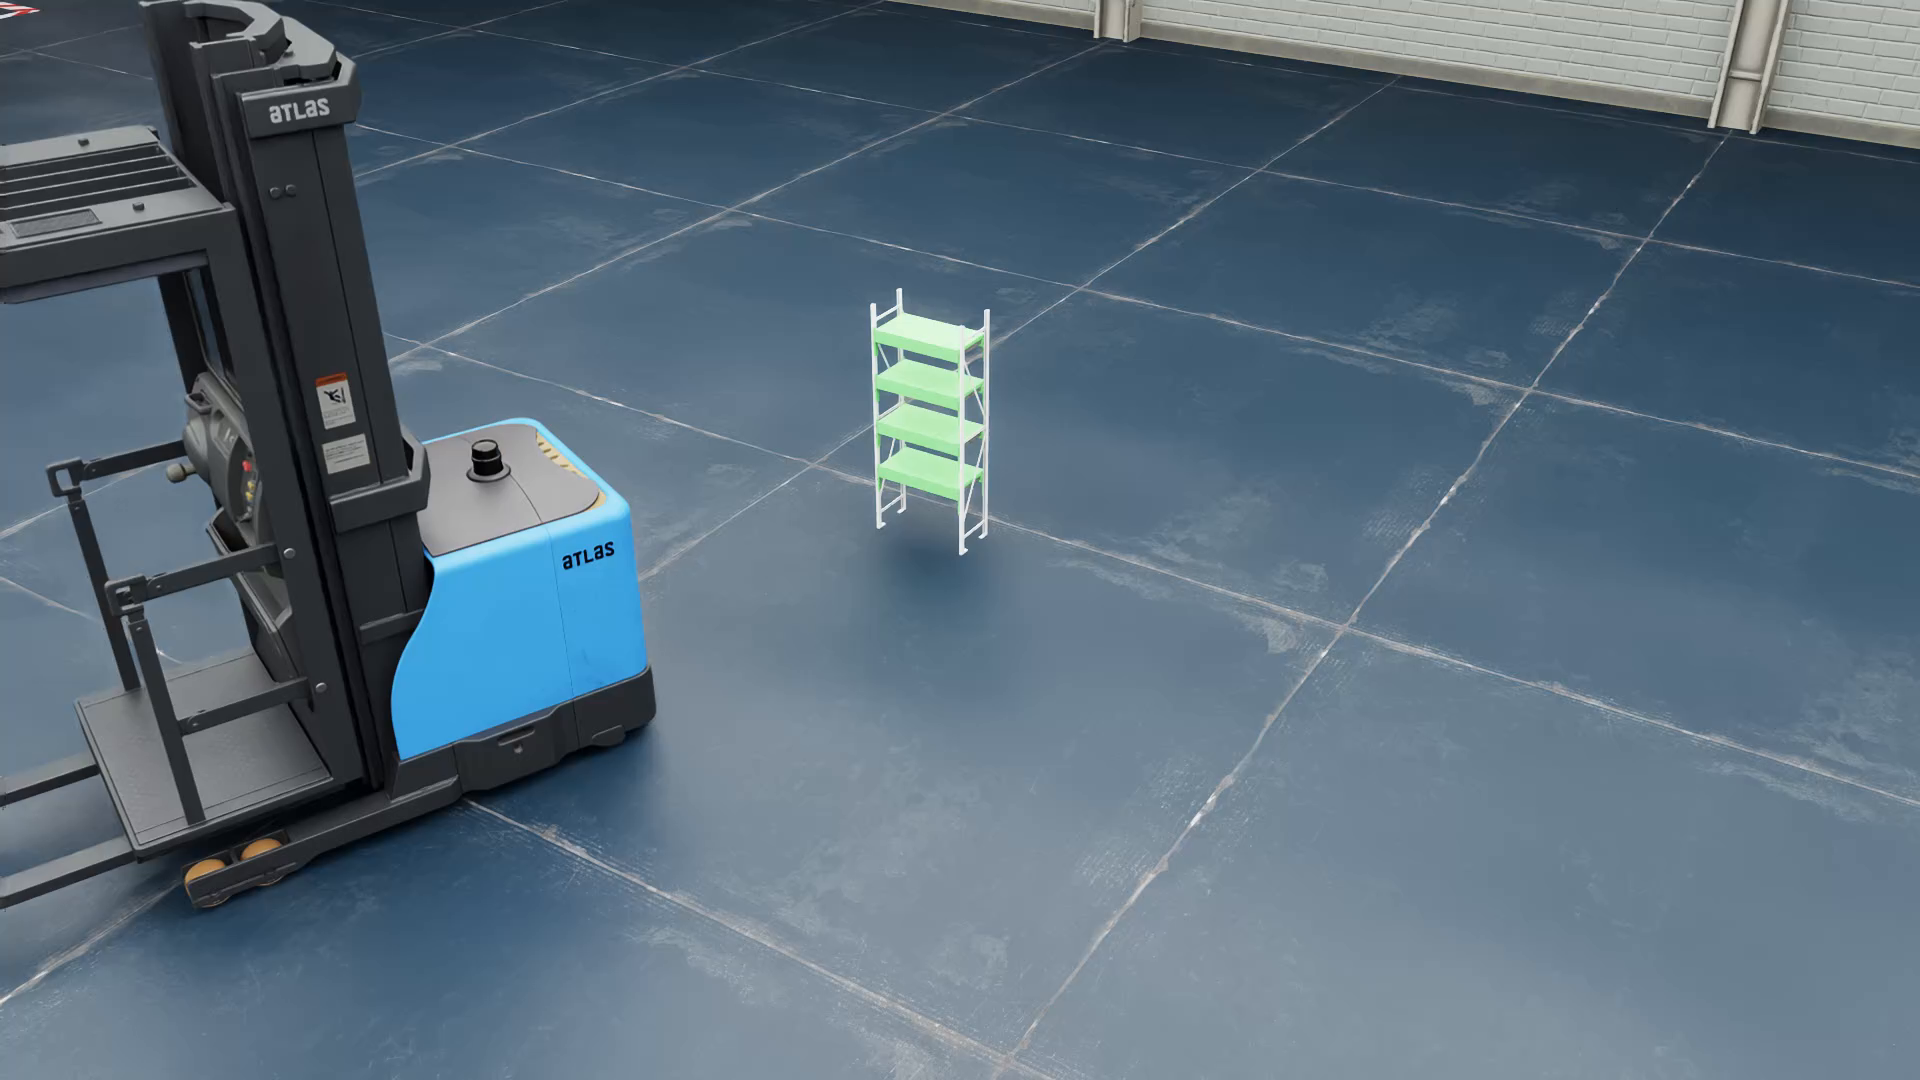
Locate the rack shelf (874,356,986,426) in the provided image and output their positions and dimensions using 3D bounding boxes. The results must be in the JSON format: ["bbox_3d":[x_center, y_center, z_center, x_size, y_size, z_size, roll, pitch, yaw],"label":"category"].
[{"bbox_3d":[-0.140,-0.715,7.935,0.480,0.148,0.258,18,35,27],"label":"rack shelf"}]

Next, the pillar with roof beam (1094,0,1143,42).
[{"bbox_3d":[-0.667,-7.235,11.722,0.400,9.000,9.100,18,35,27],"label":"pillar with roof beam"}]

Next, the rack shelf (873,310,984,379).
[{"bbox_3d":[-0.140,-0.922,7.814,0.480,0.148,0.258,18,35,27],"label":"rack shelf"}]

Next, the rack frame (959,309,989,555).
[{"bbox_3d":[0.066,-0.497,7.912,0.015,1.200,0.240,18,35,27],"label":"rack frame"}]

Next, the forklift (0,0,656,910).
[{"bbox_3d":[-2.755,-0.250,5.770,3.031,2.935,1.130,-20,36,-30],"label":"forklift"}]

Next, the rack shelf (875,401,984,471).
[{"bbox_3d":[-0.140,-0.507,8.056,0.480,0.148,0.258,18,35,27],"label":"rack shelf"}]

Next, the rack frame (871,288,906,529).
[{"bbox_3d":[-0.347,-0.628,8.136,0.015,1.200,0.240,18,35,27],"label":"rack frame"}]

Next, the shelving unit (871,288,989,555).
[{"bbox_3d":[-0.140,-0.563,8.024,0.503,1.200,0.258,18,35,27],"label":"shelving unit"}]

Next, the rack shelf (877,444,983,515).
[{"bbox_3d":[-0.140,-0.300,8.177,0.480,0.148,0.258,18,35,27],"label":"rack shelf"}]

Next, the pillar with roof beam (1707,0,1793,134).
[{"bbox_3d":[4.415,-5.628,8.967,0.400,9.000,9.100,18,35,27],"label":"pillar with roof beam"}]
